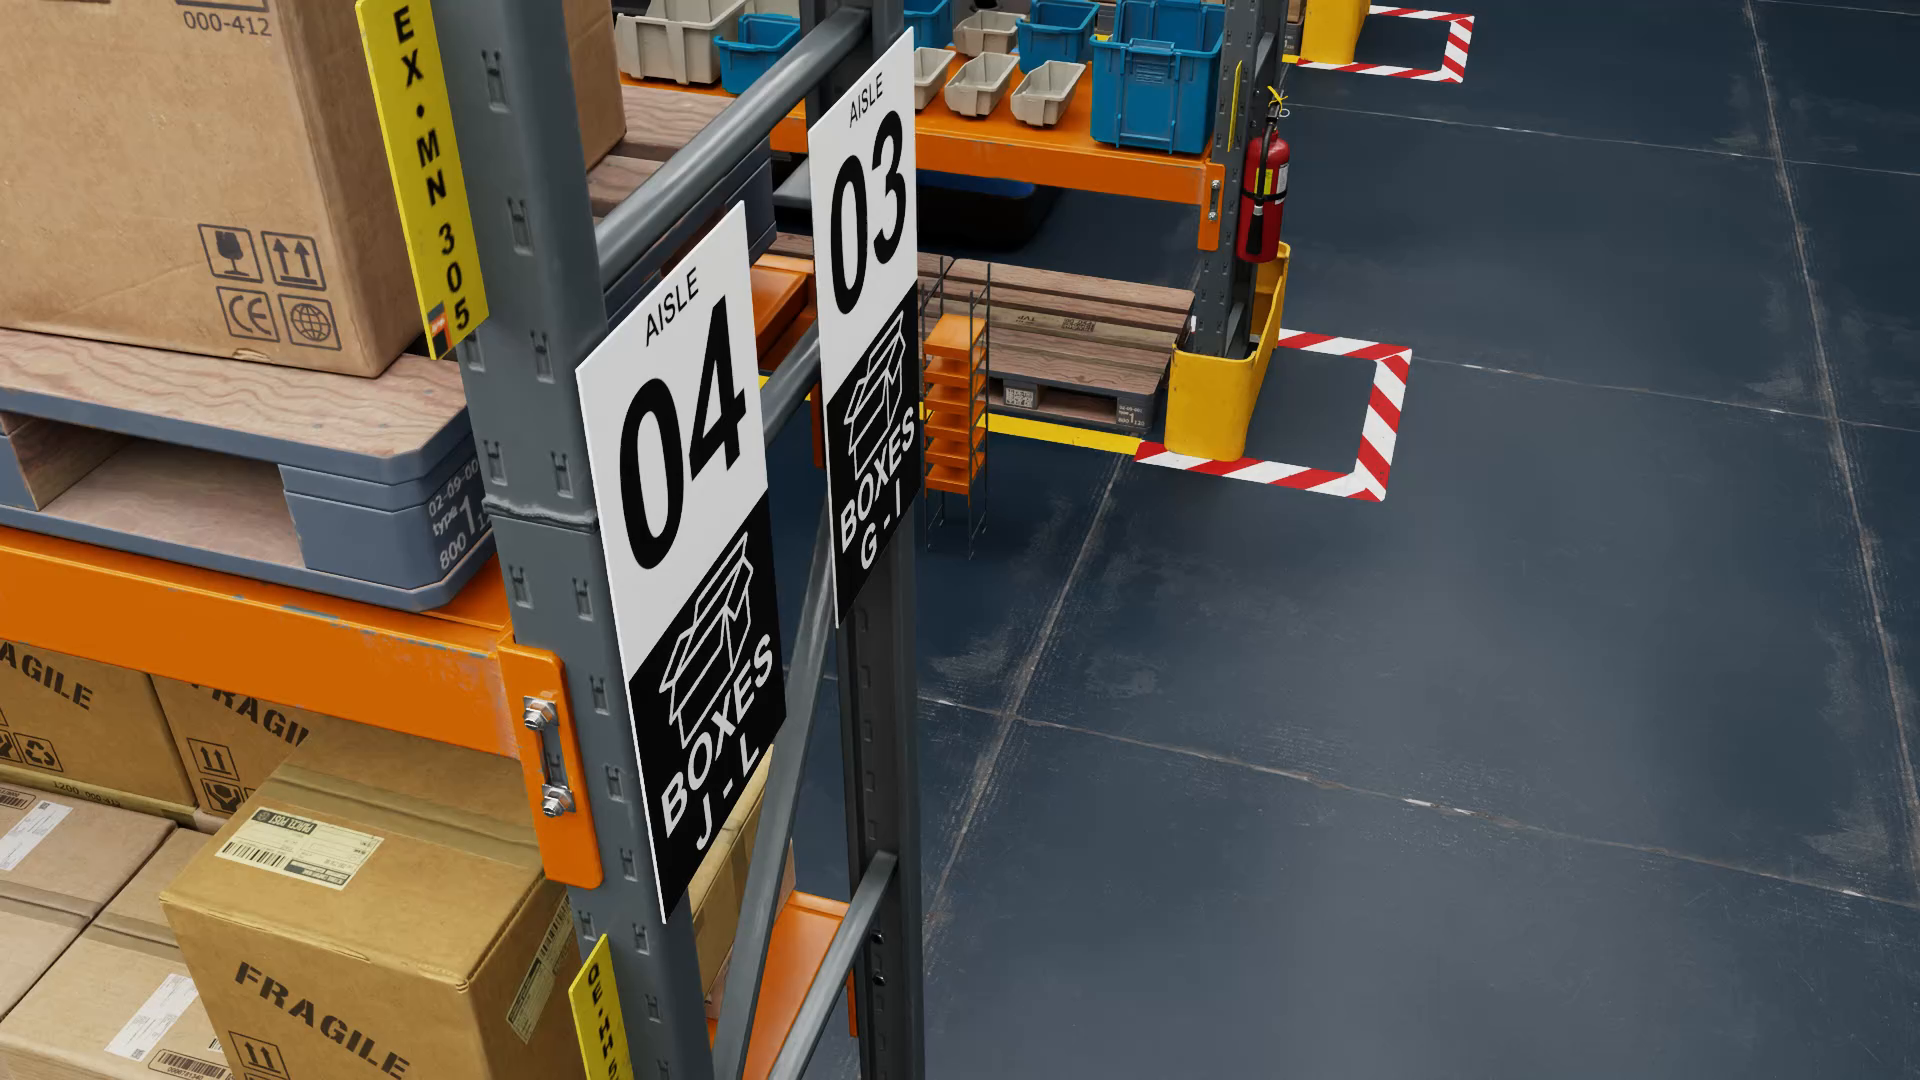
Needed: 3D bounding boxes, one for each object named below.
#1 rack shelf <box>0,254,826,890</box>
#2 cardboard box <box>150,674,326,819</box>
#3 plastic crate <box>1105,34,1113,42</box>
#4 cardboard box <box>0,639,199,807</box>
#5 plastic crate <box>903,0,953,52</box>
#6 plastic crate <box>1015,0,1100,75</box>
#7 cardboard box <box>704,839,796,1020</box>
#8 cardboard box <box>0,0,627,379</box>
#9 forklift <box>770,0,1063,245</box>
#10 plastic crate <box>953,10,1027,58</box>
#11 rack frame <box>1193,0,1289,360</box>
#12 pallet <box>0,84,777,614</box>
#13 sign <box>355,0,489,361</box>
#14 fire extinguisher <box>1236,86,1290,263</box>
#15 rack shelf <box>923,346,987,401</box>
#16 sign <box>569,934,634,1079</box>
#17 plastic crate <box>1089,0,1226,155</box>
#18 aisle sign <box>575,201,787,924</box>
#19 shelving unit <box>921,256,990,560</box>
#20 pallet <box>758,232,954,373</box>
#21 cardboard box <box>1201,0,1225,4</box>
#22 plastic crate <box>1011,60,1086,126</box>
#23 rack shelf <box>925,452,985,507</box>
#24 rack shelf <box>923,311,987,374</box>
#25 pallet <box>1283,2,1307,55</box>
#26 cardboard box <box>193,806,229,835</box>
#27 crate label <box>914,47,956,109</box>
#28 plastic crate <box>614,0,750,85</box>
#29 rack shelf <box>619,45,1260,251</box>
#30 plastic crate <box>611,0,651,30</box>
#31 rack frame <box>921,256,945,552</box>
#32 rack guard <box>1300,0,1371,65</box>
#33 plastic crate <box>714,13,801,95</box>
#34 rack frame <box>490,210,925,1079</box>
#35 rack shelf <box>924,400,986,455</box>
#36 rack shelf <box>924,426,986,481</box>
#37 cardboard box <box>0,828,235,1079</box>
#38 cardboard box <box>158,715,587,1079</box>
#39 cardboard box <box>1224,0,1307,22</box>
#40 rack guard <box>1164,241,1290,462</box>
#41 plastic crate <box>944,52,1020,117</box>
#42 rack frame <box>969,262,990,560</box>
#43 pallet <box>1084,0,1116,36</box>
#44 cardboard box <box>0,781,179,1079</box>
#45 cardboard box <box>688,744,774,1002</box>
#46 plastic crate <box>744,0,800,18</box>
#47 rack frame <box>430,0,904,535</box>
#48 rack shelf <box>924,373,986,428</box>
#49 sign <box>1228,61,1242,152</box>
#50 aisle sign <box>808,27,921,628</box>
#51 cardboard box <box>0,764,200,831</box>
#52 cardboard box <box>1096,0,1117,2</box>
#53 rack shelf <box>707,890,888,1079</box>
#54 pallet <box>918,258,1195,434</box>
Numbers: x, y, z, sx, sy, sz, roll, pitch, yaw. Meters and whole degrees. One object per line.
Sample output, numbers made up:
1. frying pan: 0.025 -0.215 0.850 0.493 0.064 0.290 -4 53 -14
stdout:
1. rack shelf: -2.194 -0.363 2.789 4.000 0.370 1.077 10 38 14
2. cardboard box: -1.140 0.221 3.162 0.500 0.500 0.500 10 37 13
3. plastic crate: 0.773 -2.145 7.306 0.298 0.136 0.250 10 38 14
4. cardboard box: -1.636 0.133 3.282 0.500 0.500 0.500 10 37 13
5. plastic crate: -0.202 -2.313 7.453 0.300 0.233 0.416 10 38 14
6. plastic crate: 0.426 -2.197 7.295 0.300 0.233 0.416 10 38 14
7. cardboard box: -0.525 0.760 3.398 0.250 0.149 0.380 11 38 14
8. cardboard box: -0.797 -0.611 1.996 0.500 0.500 0.700 8 37 11
9. forklift: -0.926 -3.259 8.705 3.031 2.935 1.130 11 38 15
10. plastic crate: 0.126 -2.265 7.469 0.298 0.136 0.250 10 38 14
11. rack frame: 1.192 -1.894 6.793 0.127 3.000 1.000 10 38 14
12. pallet: -0.996 -0.389 2.292 1.213 0.211 1.003 10 38 14
13. sign: -0.460 -0.320 1.443 0.005 0.325 0.100 10 38 14
14. fire extinguisher: 1.201 -1.429 6.540 0.183 0.674 0.296 10 38 14
15. rack shelf: -0.014 -0.643 6.282 0.180 0.103 0.258 10 38 14
16. sign: -0.460 0.651 2.158 0.005 0.325 0.100 10 38 14
17. plastic crate: 0.817 -1.886 6.701 0.499 0.435 0.616 10 38 14
18. aisle sign: -0.305 0.044 1.967 0.004 0.787 0.394 10 38 14
19. shelving unit: -0.014 -0.486 6.398 0.189 1.200 0.258 10 38 14
20. pallet: -0.744 -1.155 8.141 1.213 0.211 1.003 10 38 14
21. cardboard box: 1.721 -3.811 11.417 0.250 0.166 0.380 10 38 14
22. plastic crate: 0.360 -1.853 6.910 0.243 0.136 0.396 10 38 14
23. rack shelf: -0.014 -0.257 6.566 0.180 0.103 0.258 10 38 14
24. rack shelf: -0.014 -0.740 6.211 0.180 0.103 0.258 10 38 14
25. pallet: 1.839 -3.726 11.635 1.213 0.211 1.003 10 38 14
26. cardboard box: -1.161 0.523 3.384 0.500 0.250 0.500 10 38 13
27. crate label: -0.186 -1.948 7.038 0.243 0.136 0.396 10 38 14
28. plastic crate: -1.223 -2.203 7.262 0.530 0.282 0.437 10 38 14
29. rack shelf: -0.717 -1.958 7.486 4.000 0.370 1.077 10 38 14
30. plastic crate: -1.477 -2.468 7.755 0.590 0.125 0.437 10 38 14
31. rack frame: -0.101 -0.502 6.420 0.006 1.200 0.240 10 38 14
32. rack guard: 2.600 -3.703 11.359 0.348 0.500 1.175 10 38 14
33. plastic crate: -0.845 -2.069 7.121 0.300 0.233 0.416 10 38 14
34. rack frame: -0.285 0.909 2.985 0.127 3.000 1.000 10 38 14
35. rack shelf: -0.014 -0.450 6.424 0.180 0.103 0.258 10 38 14
36. rack shelf: -0.014 -0.353 6.495 0.180 0.103 0.258 10 38 14
37. cardboard box: -1.310 0.824 2.976 0.500 0.250 0.500 10 37 13
38. cardboard box: -0.828 0.610 2.634 0.500 0.500 0.500 11 38 14
39. cardboard box: 2.080 -3.823 11.151 0.500 0.500 0.500 10 38 14
40. rack guard: 1.219 -0.890 7.538 0.348 0.500 1.175 10 38 14
41. plastic crate: 0.087 -1.913 6.990 0.243 0.136 0.396 10 38 14
42. rack frame: 0.074 -0.470 6.376 0.006 1.200 0.240 10 38 14
43. pallet: 0.678 -3.943 11.930 1.213 0.211 1.003 10 38 14
44. cardboard box: -1.796 0.734 3.098 0.500 0.250 0.500 9 37 12
45. cardboard box: -0.662 0.612 3.264 0.500 0.250 0.500 10 37 13
46. plastic crate: -0.874 -2.381 7.626 0.466 0.136 0.293 10 38 14
47. rack frame: -0.285 -1.508 1.207 0.127 3.000 1.000 10 38 14
48. rack shelf: -0.014 -0.547 6.353 0.180 0.103 0.258 10 38 14
49. sign: 1.044 -1.645 6.317 0.005 0.325 0.100 10 38 14
50. aisle sign: -0.127 -0.295 2.428 0.004 0.787 0.394 10 38 14
51. cardboard box: -1.639 0.433 3.507 0.500 0.250 0.500 9 37 12
52. cardboard box: 1.182 -3.907 11.477 0.500 0.250 0.500 10 38 14
53. rack shelf: -2.194 0.845 3.679 4.000 0.370 1.077 10 38 14
54. pallet: 0.417 -0.939 7.847 1.213 0.211 1.003 10 38 14
